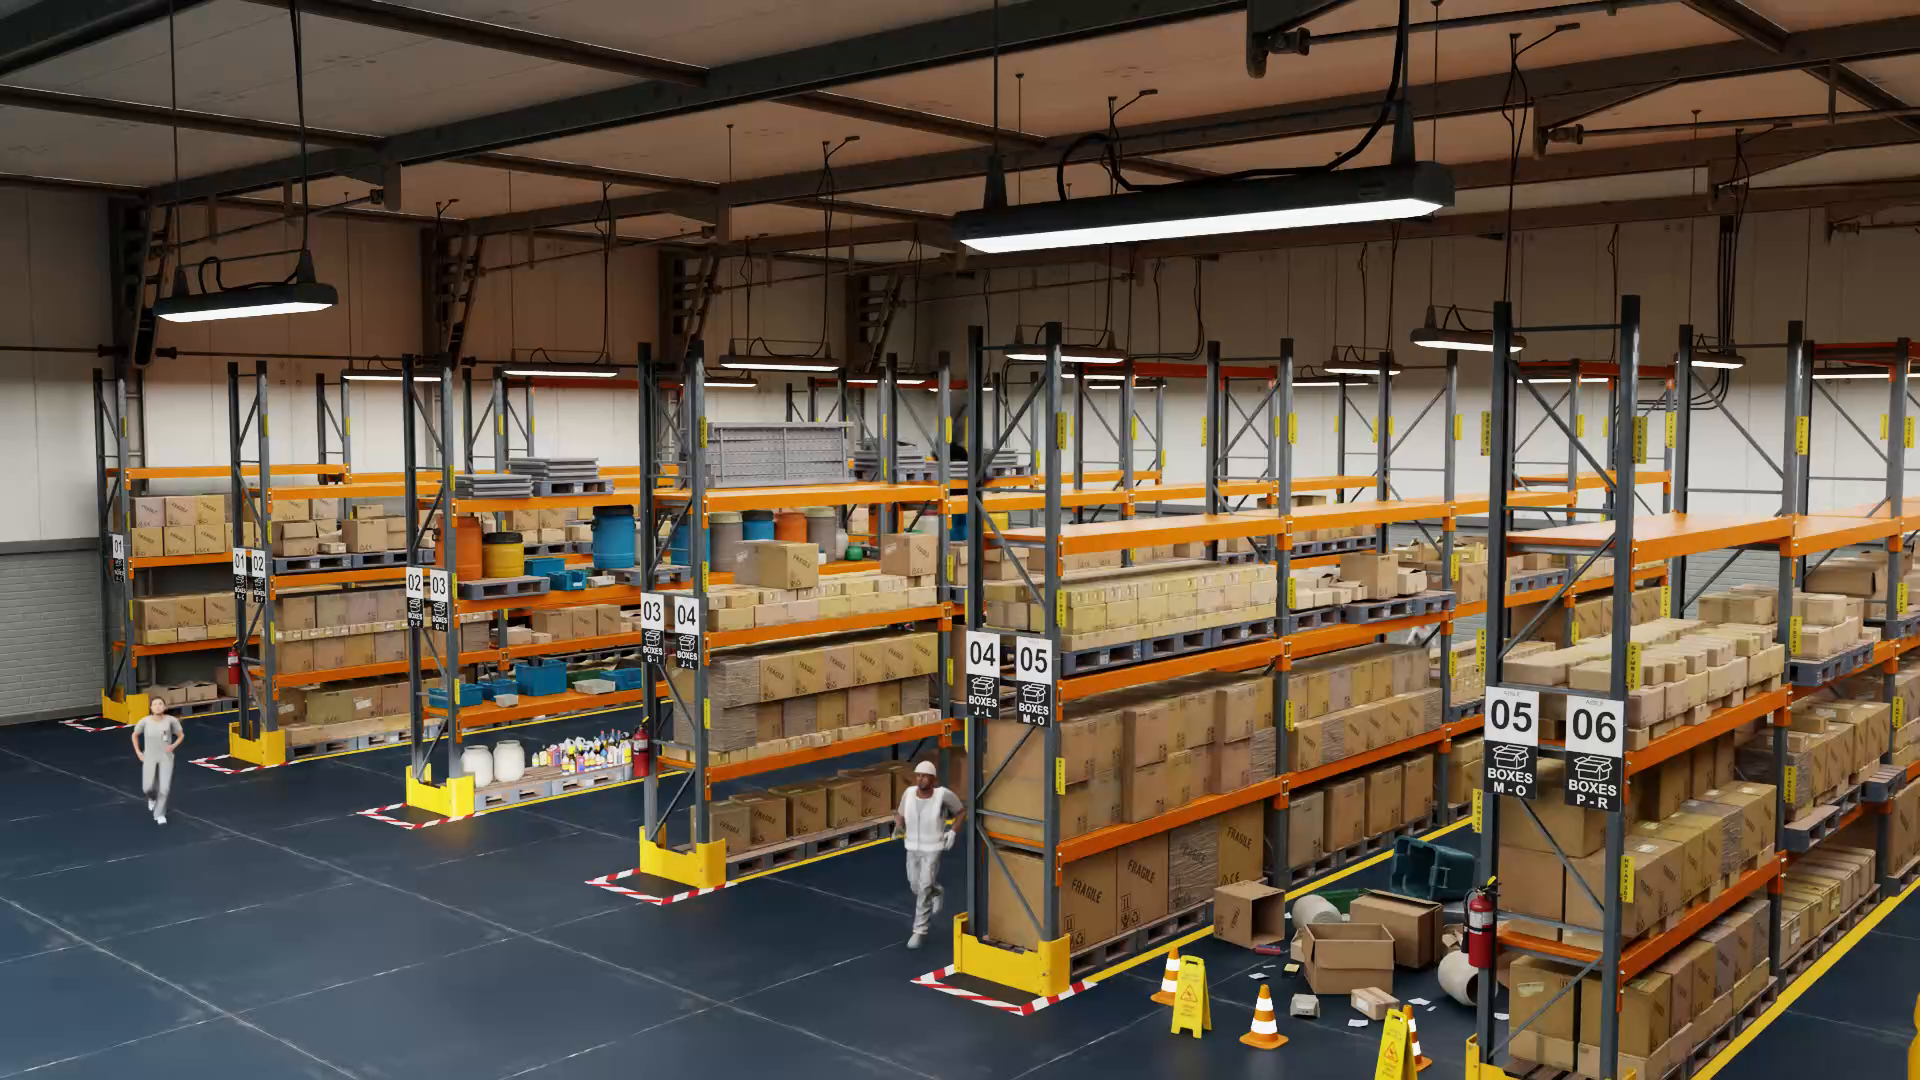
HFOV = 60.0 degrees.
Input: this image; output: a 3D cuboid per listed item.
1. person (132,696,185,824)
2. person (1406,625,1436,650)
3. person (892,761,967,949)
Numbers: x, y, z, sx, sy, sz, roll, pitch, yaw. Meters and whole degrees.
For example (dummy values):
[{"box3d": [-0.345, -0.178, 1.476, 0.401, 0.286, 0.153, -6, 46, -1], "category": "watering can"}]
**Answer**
[{"box3d": [-10.213, 2.796, 21.202, 0.611, 1.624, 0.547, -2, 5, -22], "category": "person"}, {"box3d": [8.504, 2.137, 30.630, 0.598, 1.572, 0.661, -1, 4, -13], "category": "person"}, {"box3d": [-0.313, 3.077, 16.555, 0.686, 1.790, 0.900, 2, 5, 25], "category": "person"}]
